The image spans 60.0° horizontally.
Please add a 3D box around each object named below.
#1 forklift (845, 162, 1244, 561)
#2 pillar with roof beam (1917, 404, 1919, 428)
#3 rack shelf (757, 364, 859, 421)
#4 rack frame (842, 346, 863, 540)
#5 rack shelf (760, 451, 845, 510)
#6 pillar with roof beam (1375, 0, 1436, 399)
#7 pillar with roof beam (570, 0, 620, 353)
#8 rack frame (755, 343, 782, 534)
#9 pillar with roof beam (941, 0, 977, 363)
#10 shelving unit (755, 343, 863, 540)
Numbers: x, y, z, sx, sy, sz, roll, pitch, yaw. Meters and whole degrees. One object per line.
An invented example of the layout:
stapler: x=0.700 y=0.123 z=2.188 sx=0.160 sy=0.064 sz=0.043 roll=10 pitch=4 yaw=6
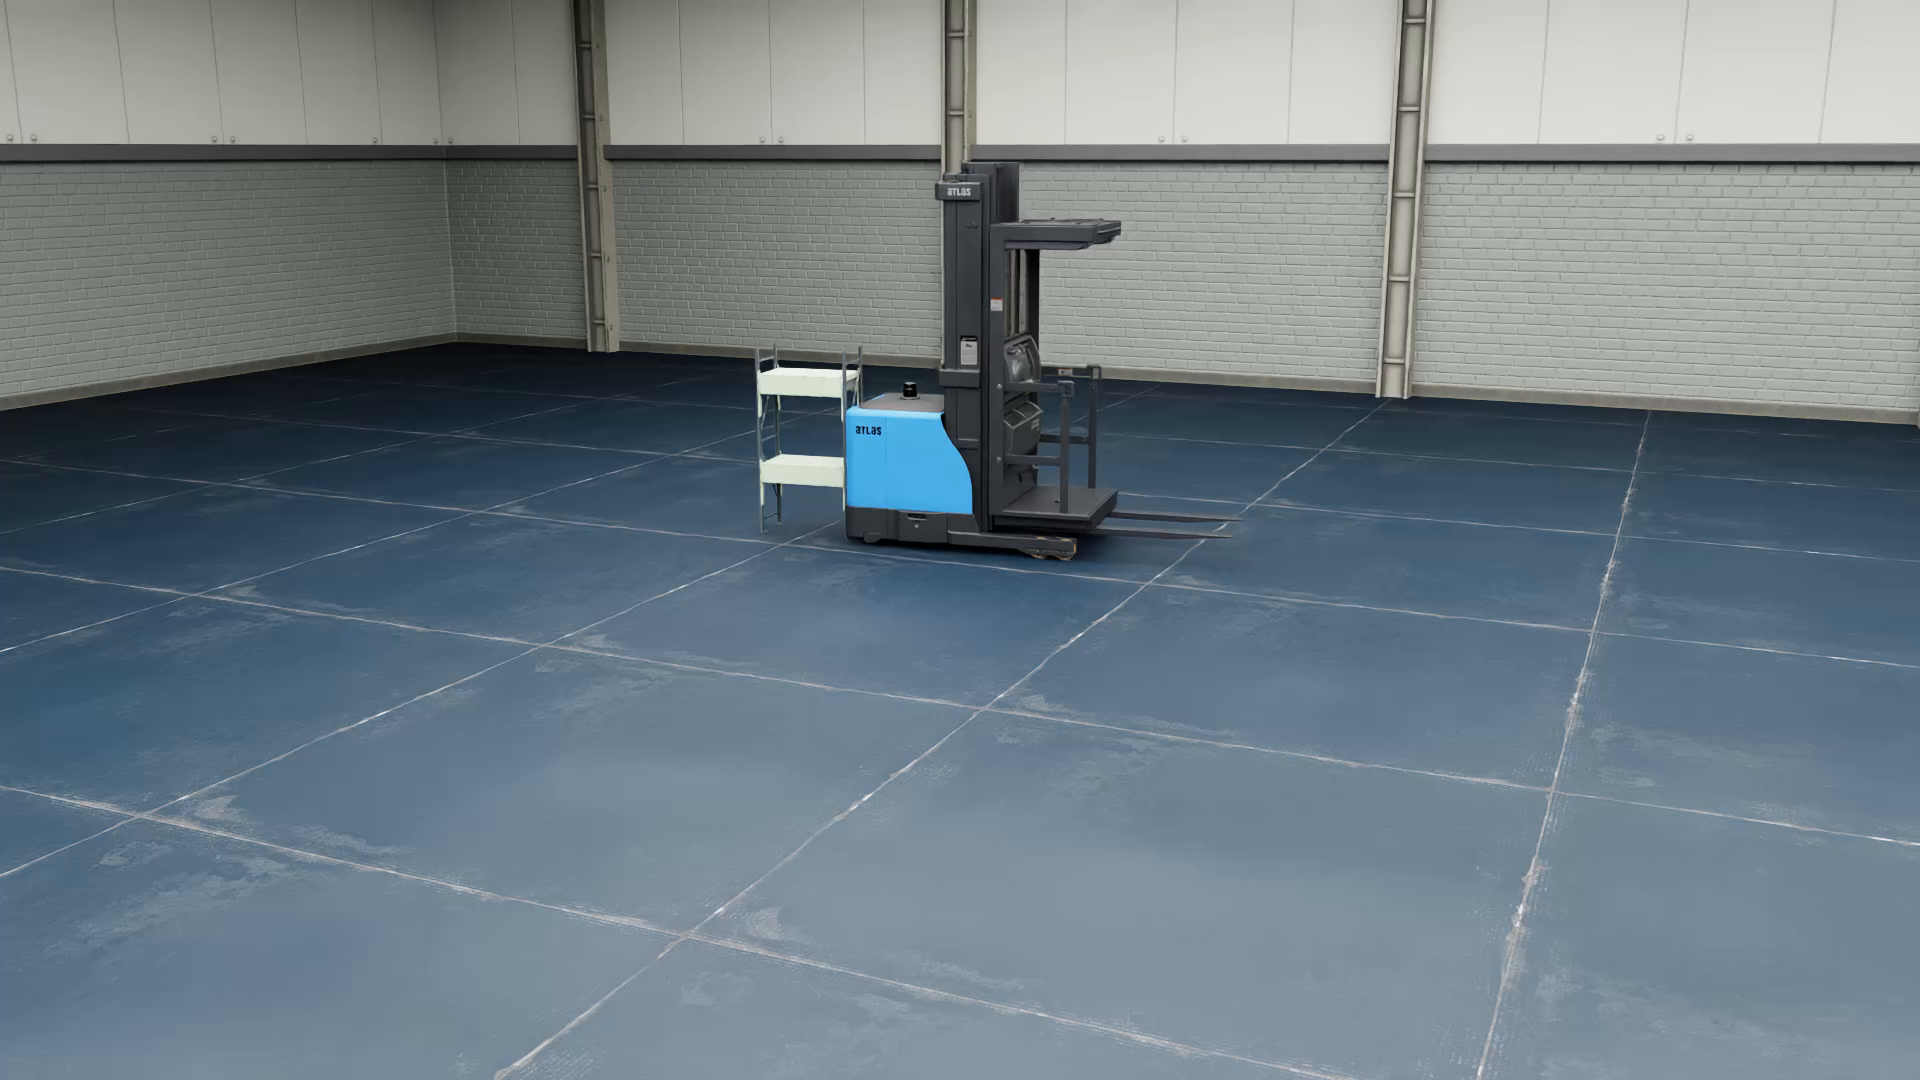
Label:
forklift: x=0.672 y=-1.405 z=12.828 sx=3.031 sy=2.935 sz=1.130 roll=4 pitch=14 yaw=16
pillar with roof beam: x=9.211 y=-4.740 z=13.755 sx=0.400 sy=9.000 sz=9.100 roll=6 pitch=14 yaw=23
rack shelf: x=-1.202 y=-1.182 z=13.301 sx=0.720 sy=0.370 sz=0.431 roll=4 pitch=14 yaw=16
rack frame: x=-0.852 y=-0.778 z=13.287 sx=0.023 sy=1.500 sz=0.400 roll=4 pitch=14 yaw=16
rack shelf: x=-1.202 y=-0.485 z=13.465 sx=0.720 sy=0.370 sz=0.431 roll=4 pitch=14 yaw=16
pillar with roof beam: x=3.725 y=-5.295 z=16.121 sx=0.400 sy=9.000 sz=9.100 roll=6 pitch=14 yaw=23
pillar with roof beam: x=-7.246 y=-6.405 z=20.853 sx=0.400 sy=9.000 sz=9.100 roll=6 pitch=14 yaw=23
rack frame: x=-1.552 y=-0.826 z=13.493 sx=0.023 sy=1.500 sz=0.400 roll=4 pitch=14 yaw=16
pillar with roof beam: x=-1.761 y=-5.850 z=18.487 sx=0.400 sy=9.000 sz=9.100 roll=6 pitch=14 yaw=23
shelving unit: x=-1.202 y=-0.802 z=13.390 sx=0.755 sy=1.500 sz=0.431 roll=4 pitch=14 yaw=16
